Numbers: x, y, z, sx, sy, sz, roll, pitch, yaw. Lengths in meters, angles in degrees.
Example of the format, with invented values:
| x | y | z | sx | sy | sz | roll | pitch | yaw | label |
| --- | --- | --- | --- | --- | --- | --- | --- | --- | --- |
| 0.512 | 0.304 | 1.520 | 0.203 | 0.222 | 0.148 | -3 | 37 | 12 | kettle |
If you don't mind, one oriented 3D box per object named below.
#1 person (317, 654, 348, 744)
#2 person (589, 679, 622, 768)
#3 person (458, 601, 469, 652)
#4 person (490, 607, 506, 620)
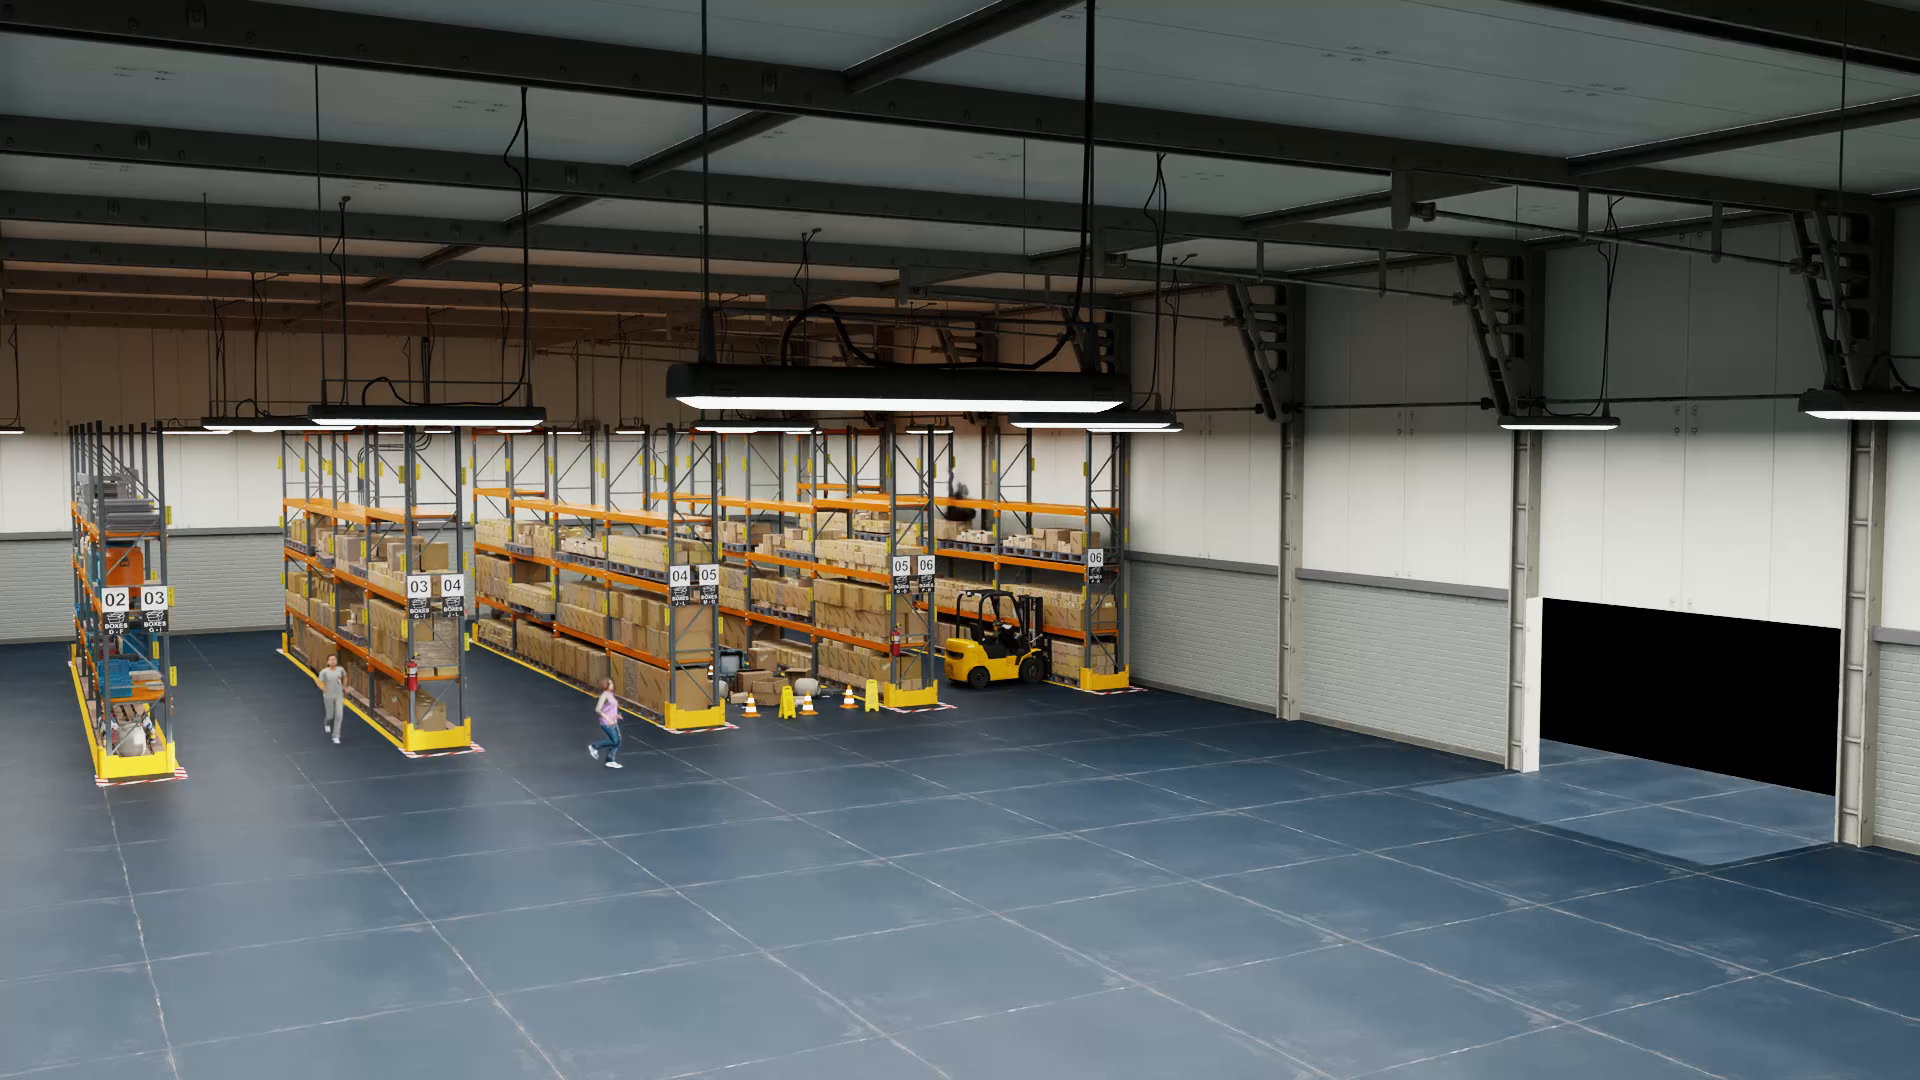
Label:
| x | y | z | sx | sy | sz | roll | pitch | yaw | label |
| --- | --- | --- | --- | --- | --- | --- | --- | --- | --- |
| -11.824 | 2.970 | 31.375 | 0.576 | 1.664 | 0.866 | -2 | 4 | -30 | person |
| -6.150 | 3.175 | 28.855 | 0.547 | 1.557 | 0.547 | 0 | 4 | 7 | person |
| -13.198 | 2.164 | 43.591 | 0.650 | 1.755 | 0.647 | -2 | 4 | -28 | person |
| -13.242 | 1.899 | 47.968 | 0.690 | 1.733 | 0.709 | -3 | 4 | -38 | person |
